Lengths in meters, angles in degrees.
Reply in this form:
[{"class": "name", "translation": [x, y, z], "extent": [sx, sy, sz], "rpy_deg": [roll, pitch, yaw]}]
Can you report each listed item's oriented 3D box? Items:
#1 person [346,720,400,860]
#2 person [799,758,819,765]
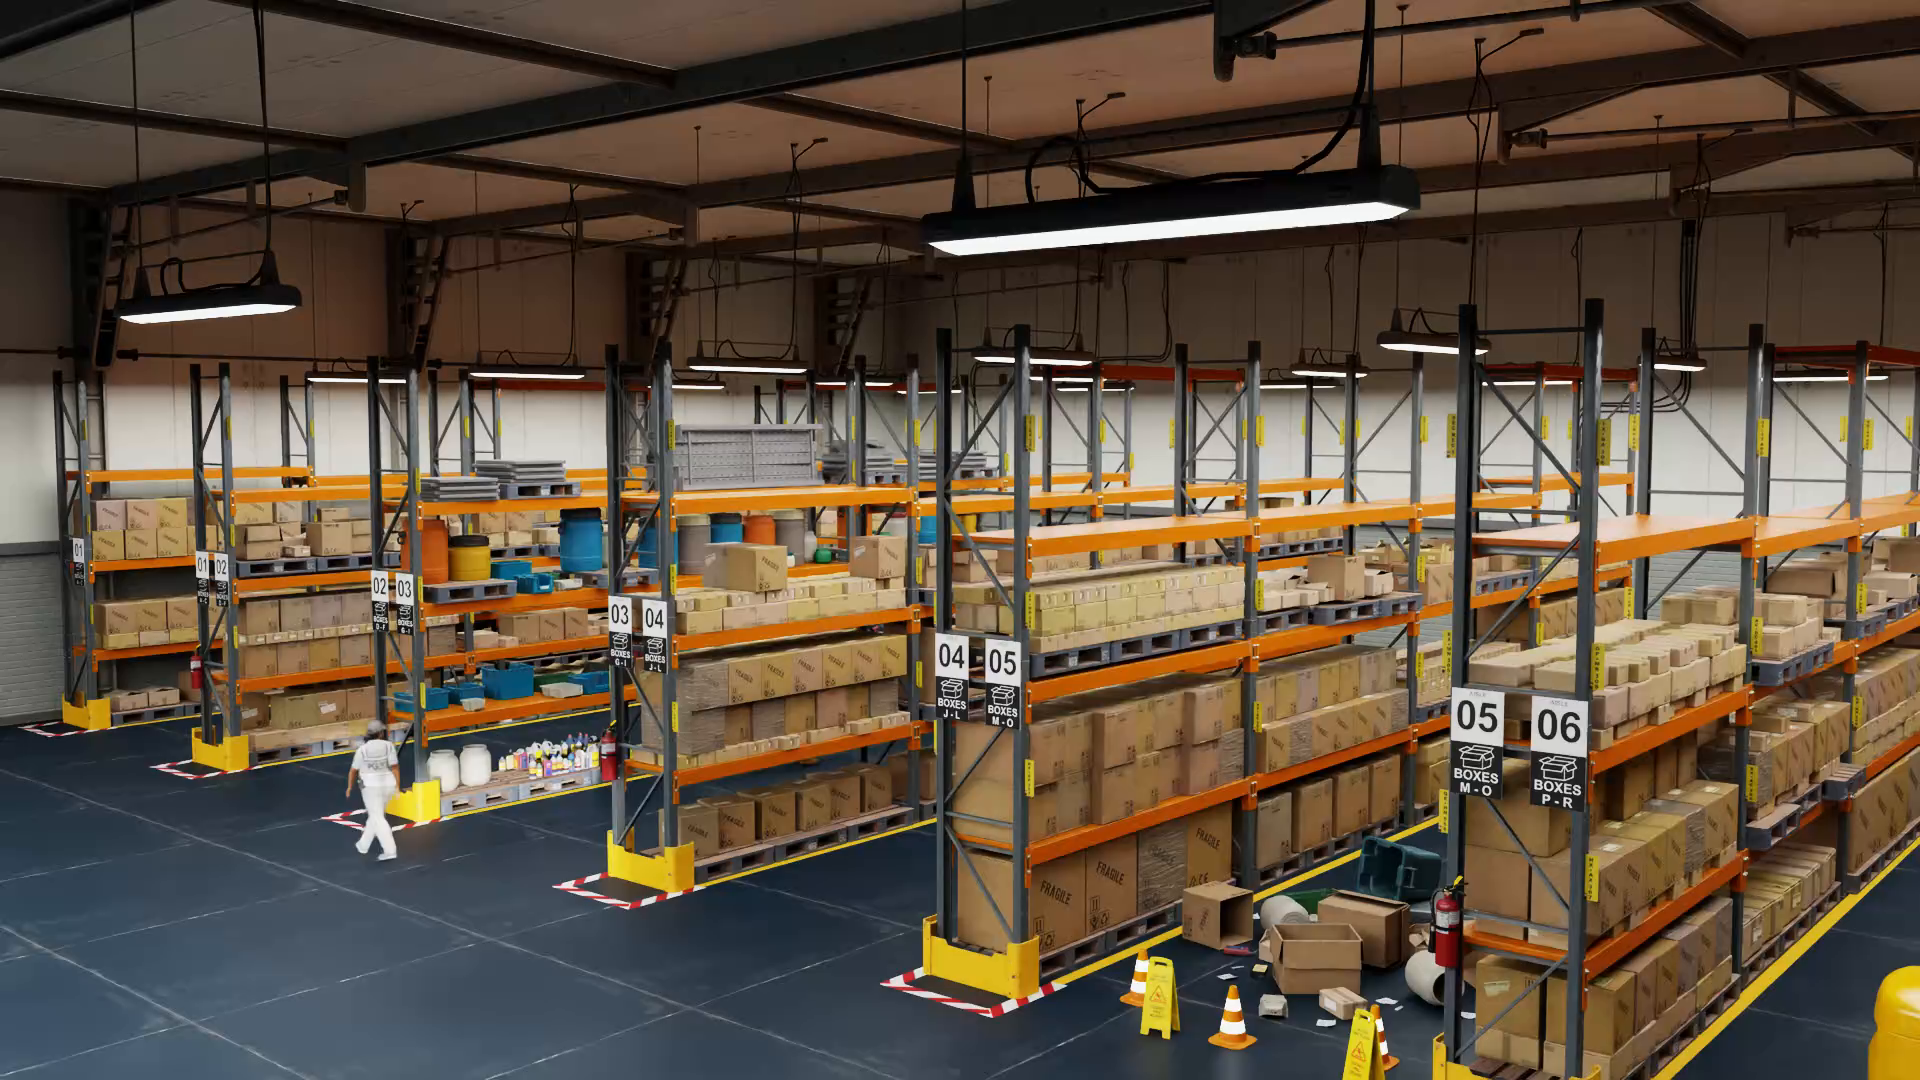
[{"class": "person", "translation": [-6.924, 2.923, 19.604], "extent": [0.863, 1.622, 0.479], "rpy_deg": [3, 5, 31]}, {"class": "person", "translation": [-2.341, 2.464, 24.845], "extent": [0.497, 1.782, 0.541], "rpy_deg": [-1, 4, -12]}]
